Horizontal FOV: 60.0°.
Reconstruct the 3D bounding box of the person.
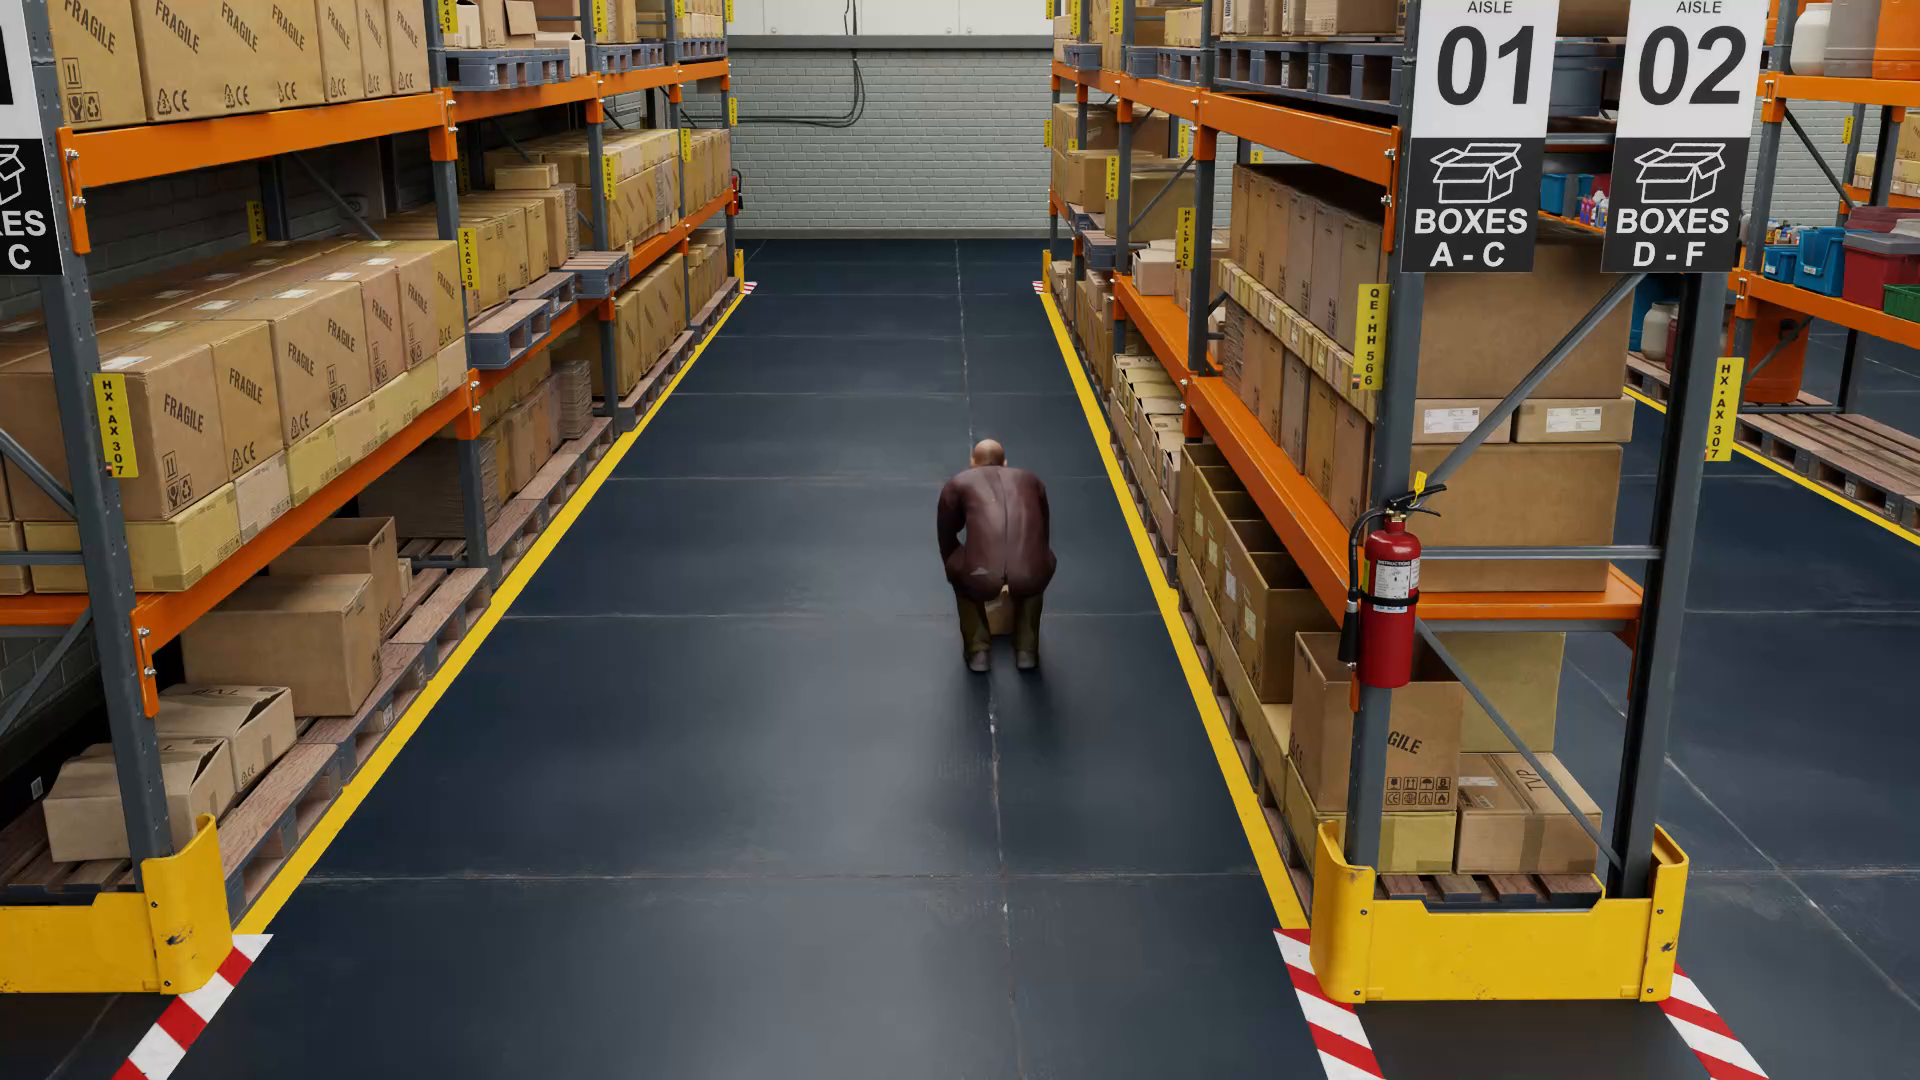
[{"bbox_3d":[0.190,0.091,8.517,0.611,1.054,0.879,0,17,0],"label":"person"}]
